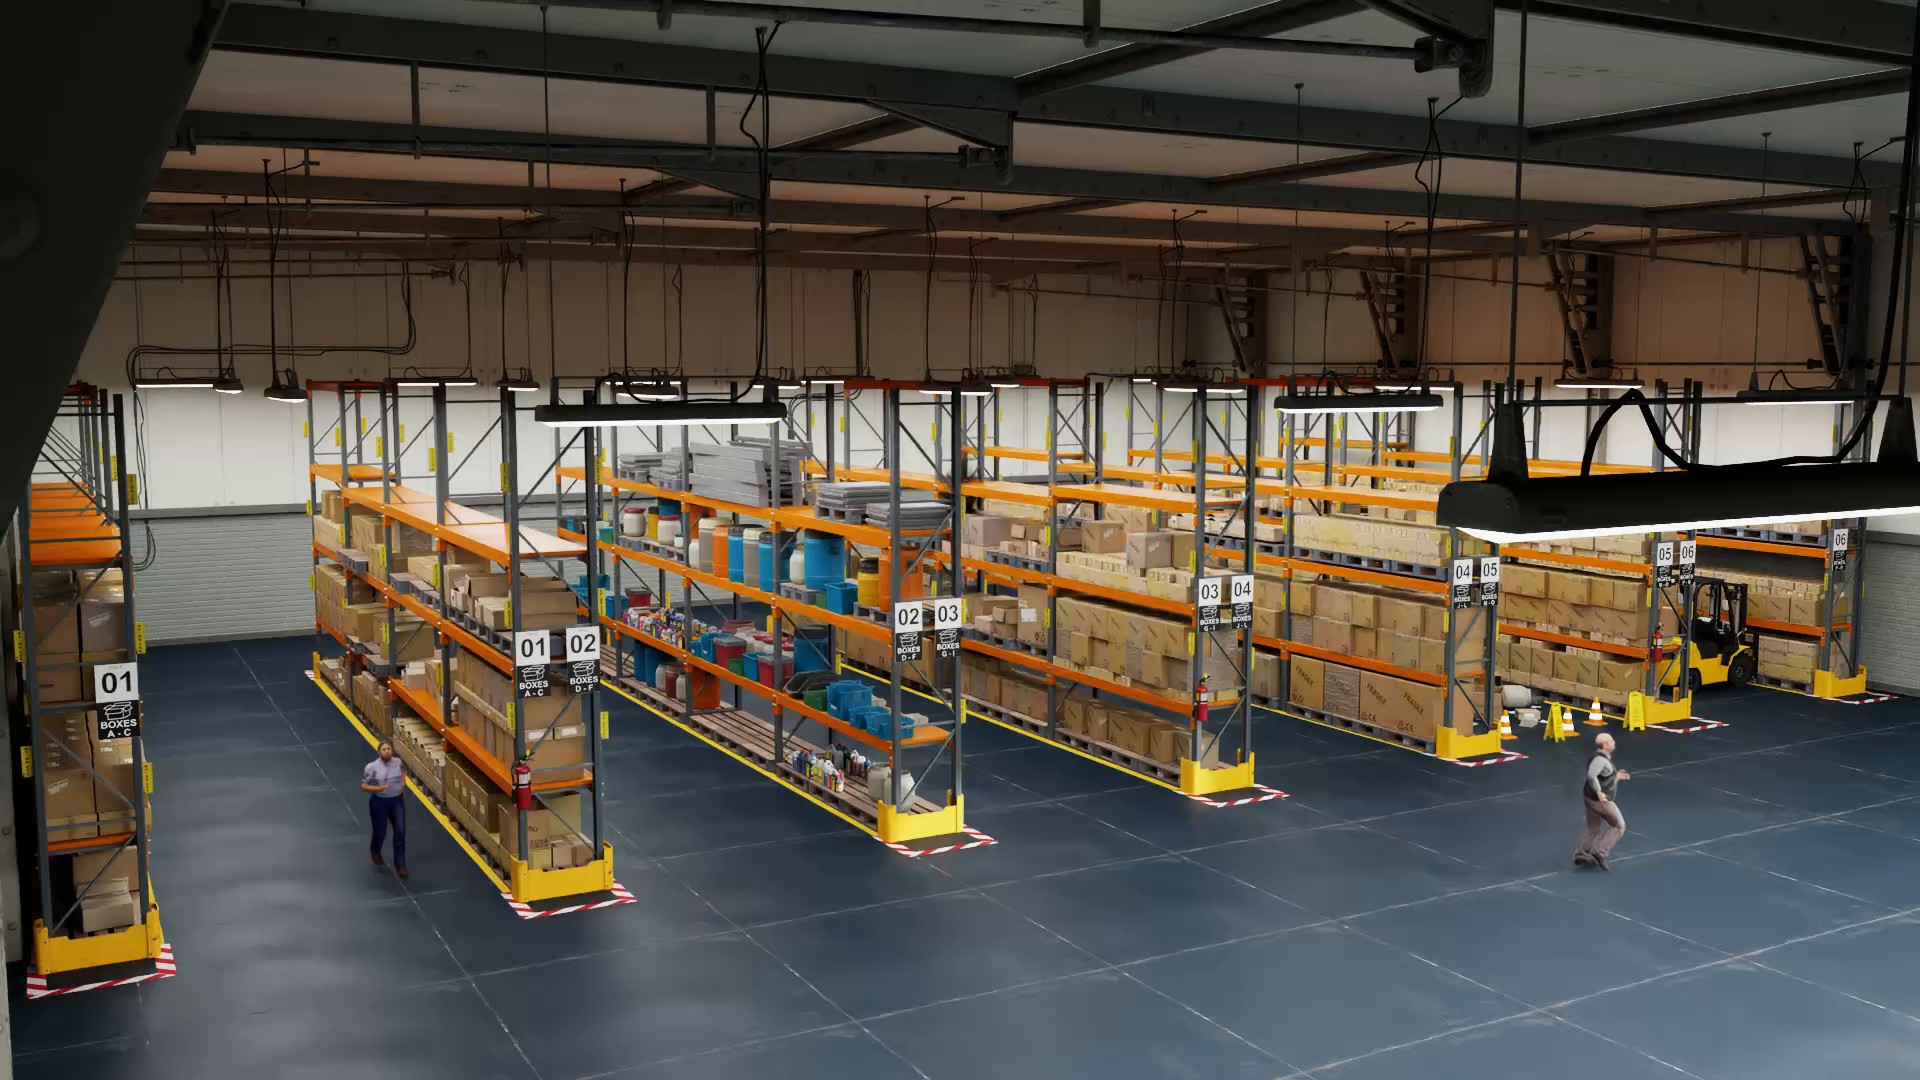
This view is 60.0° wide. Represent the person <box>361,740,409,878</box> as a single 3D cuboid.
[{"bbox_3d":[-7.106,3.303,20.630,0.608,1.634,0.880,-4,7,-35],"label":"person"}]

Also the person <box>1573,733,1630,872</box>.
[{"bbox_3d":[8.056,3.277,20.845,0.704,1.738,0.631,0,6,1],"label":"person"}]

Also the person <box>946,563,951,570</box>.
[{"bbox_3d":[-0.173,1.075,42.049,0.743,1.641,0.717,-2,6,-14],"label":"person"}]
